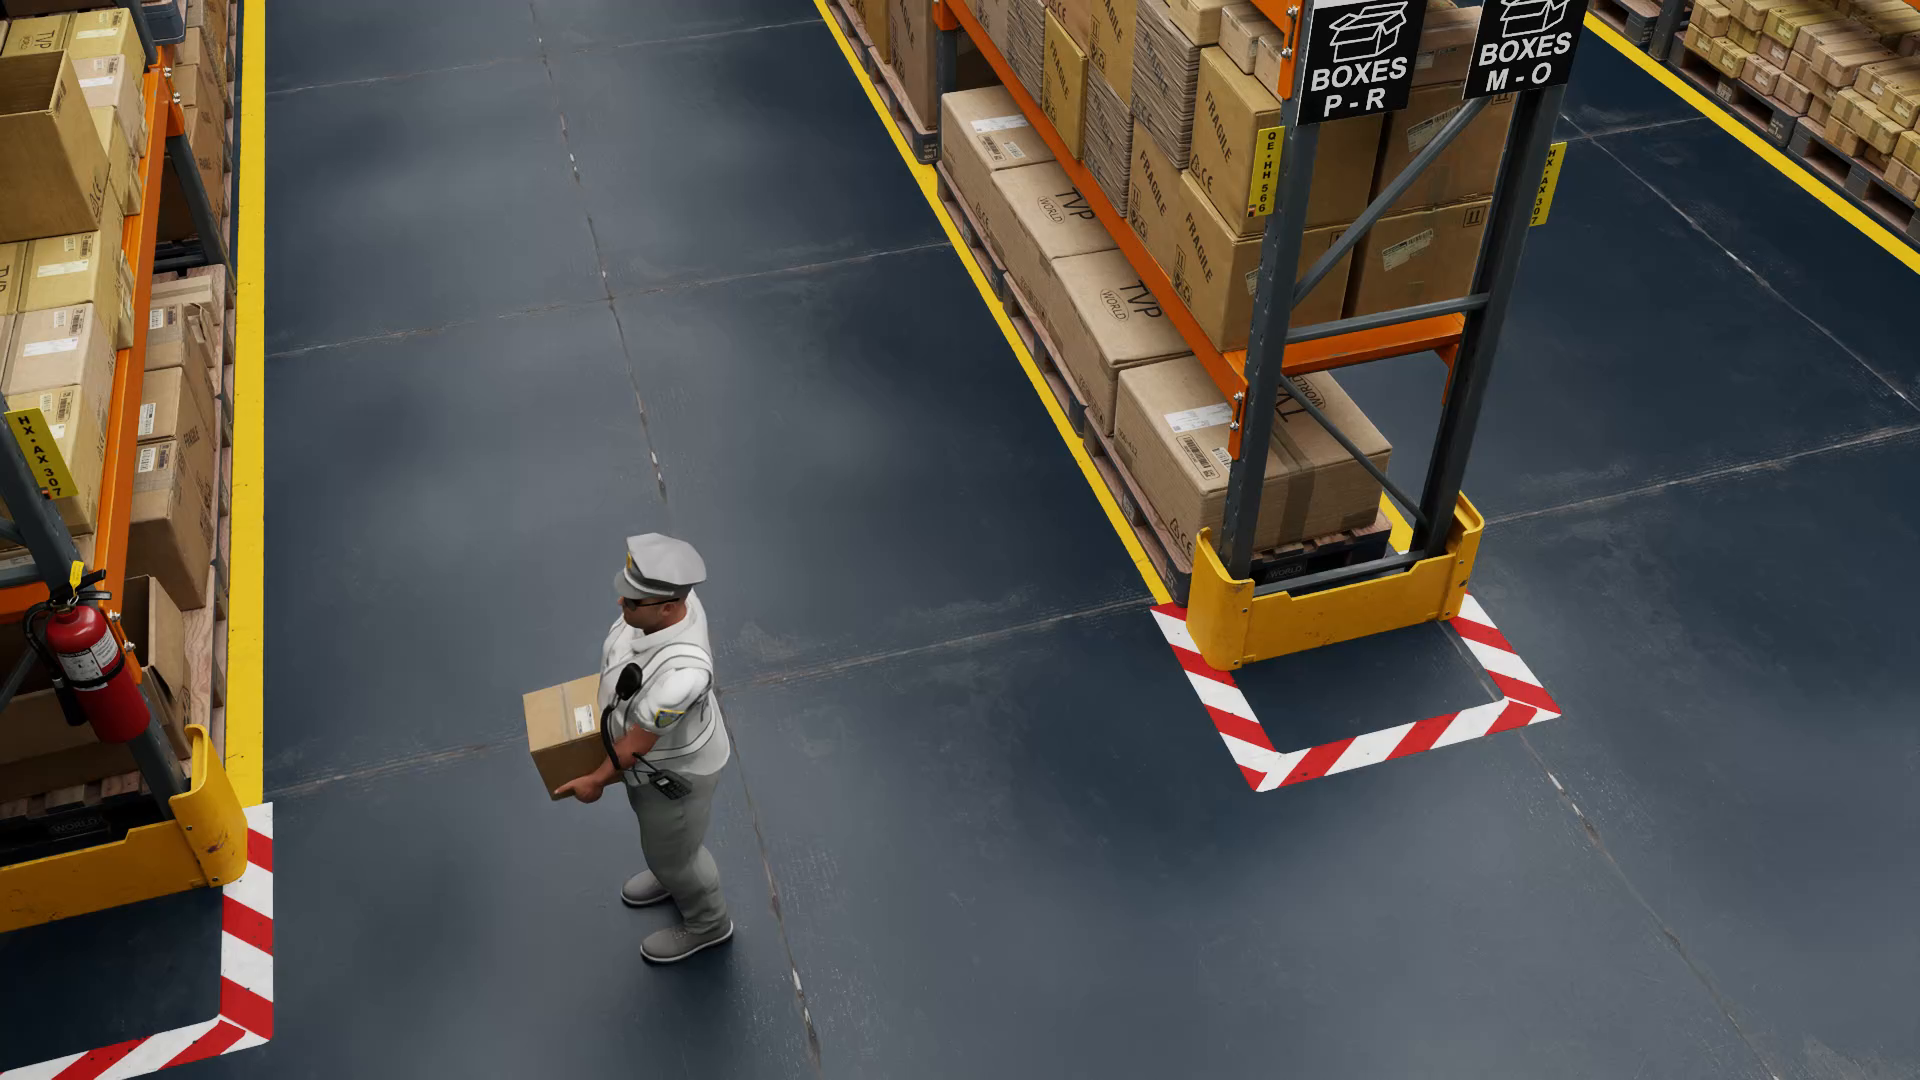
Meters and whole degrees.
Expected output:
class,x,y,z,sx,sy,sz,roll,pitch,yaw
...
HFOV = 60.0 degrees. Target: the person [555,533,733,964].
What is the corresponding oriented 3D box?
class,x,y,z,sx,sy,sz,roll,pitch,yaw
person,-1.027,0.694,5.372,0.567,1.766,0.494,-11,43,-12
